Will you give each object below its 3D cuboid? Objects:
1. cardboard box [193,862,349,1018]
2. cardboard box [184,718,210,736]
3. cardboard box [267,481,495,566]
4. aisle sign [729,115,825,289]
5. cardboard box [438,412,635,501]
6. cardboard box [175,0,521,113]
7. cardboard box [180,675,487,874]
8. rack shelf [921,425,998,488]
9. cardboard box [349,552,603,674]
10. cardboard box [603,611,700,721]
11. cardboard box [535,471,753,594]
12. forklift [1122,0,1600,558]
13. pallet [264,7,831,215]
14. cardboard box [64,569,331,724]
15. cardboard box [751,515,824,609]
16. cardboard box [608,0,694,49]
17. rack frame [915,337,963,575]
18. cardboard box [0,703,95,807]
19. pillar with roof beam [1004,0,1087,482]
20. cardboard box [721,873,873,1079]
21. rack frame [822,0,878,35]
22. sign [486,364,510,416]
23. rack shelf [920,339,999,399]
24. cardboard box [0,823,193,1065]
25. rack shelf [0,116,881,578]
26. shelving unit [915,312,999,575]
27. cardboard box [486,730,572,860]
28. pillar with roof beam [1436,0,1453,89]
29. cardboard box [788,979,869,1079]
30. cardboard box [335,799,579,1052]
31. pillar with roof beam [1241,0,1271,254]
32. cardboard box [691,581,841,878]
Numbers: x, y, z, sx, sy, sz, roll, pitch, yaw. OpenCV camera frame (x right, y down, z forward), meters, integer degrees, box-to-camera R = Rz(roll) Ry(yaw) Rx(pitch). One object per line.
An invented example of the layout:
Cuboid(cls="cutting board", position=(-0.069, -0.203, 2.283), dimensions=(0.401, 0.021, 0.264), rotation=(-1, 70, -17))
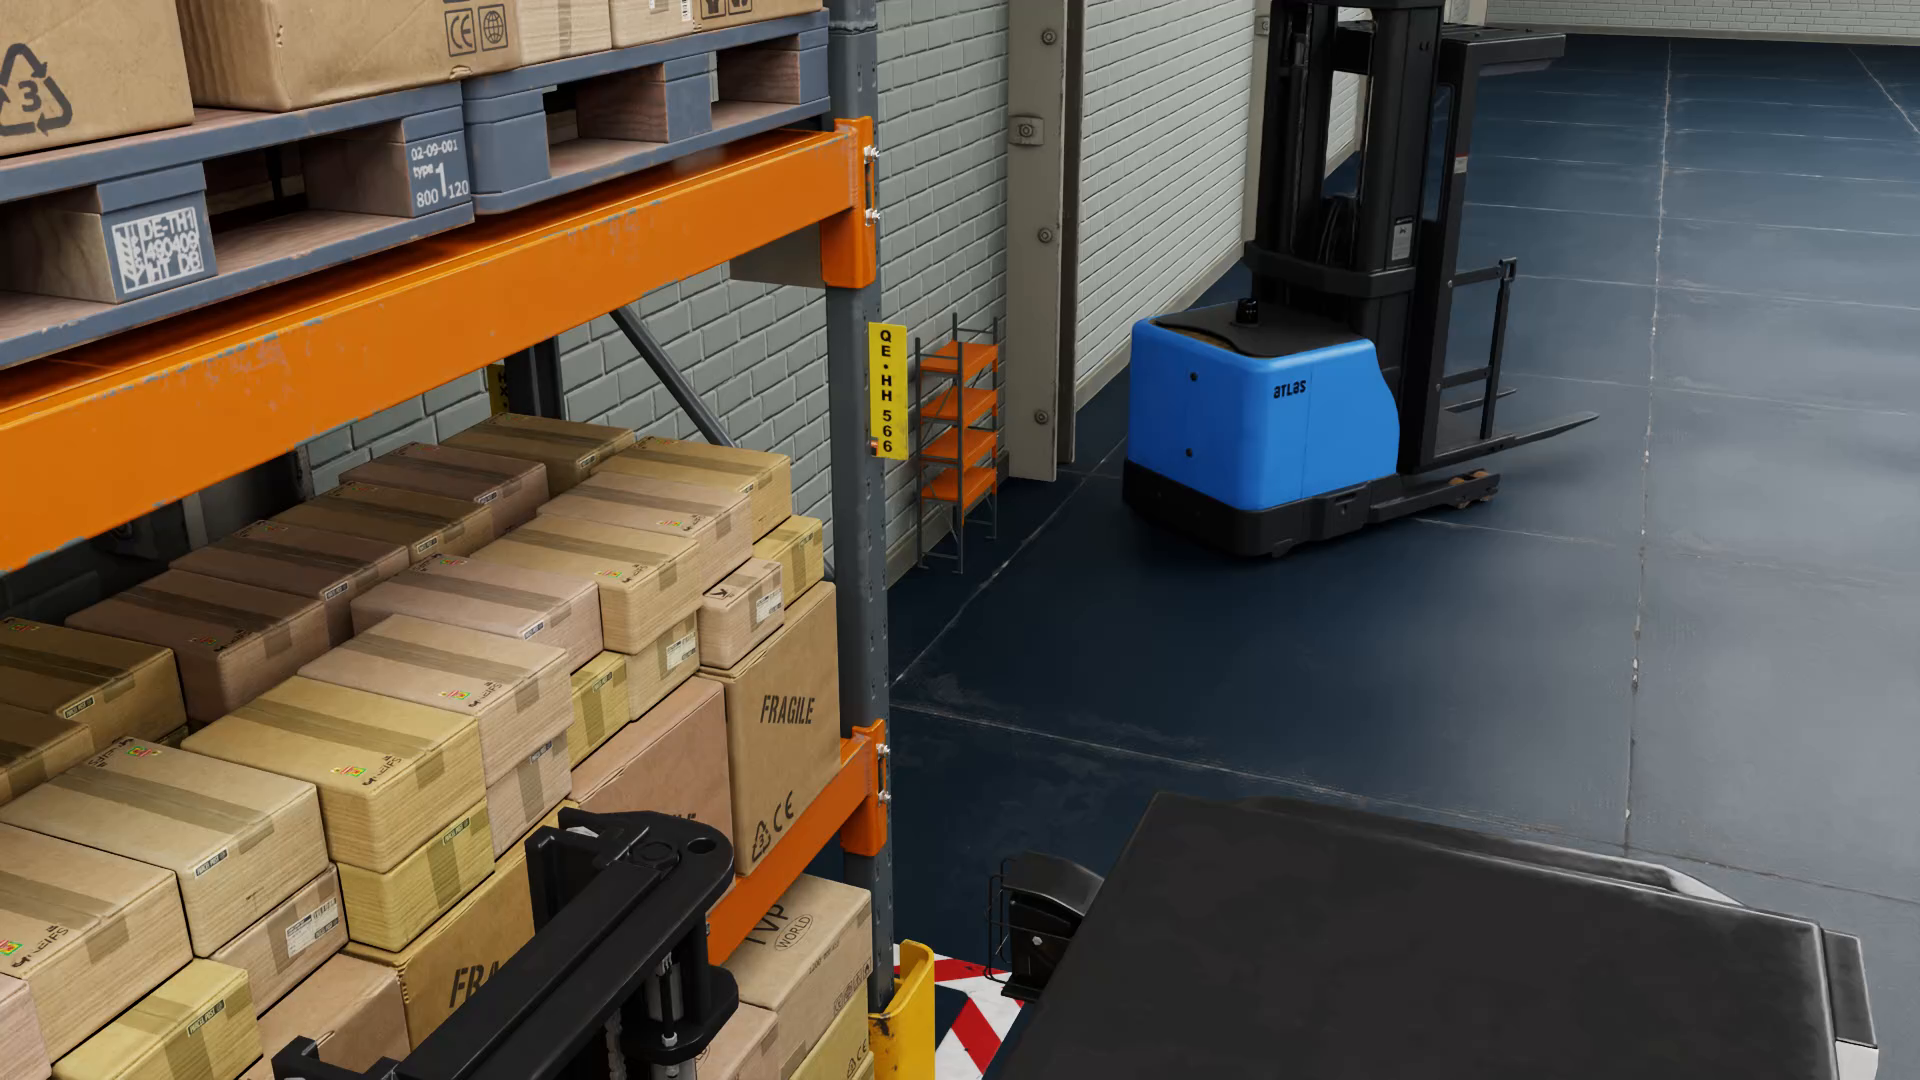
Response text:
Cuboid(cls="cardboard box", position=(-1.167, 0.574, 2.512), dimensions=(0.380, 0.149, 0.250), rotation=(9, 24, 20))
Cuboid(cls="cardboard box", position=(-1.482, 0.309, 3.148), dimensions=(0.380, 0.149, 0.250), rotation=(9, 24, 21))
Cuboid(cls="cardboard box", position=(-1.205, 0.009, 3.480), dimensions=(0.380, 0.149, 0.250), rotation=(9, 24, 21))
Cuboid(cls="aisle sign", position=(-0.371, -0.965, 3.795), dimensions=(0.394, 0.787, 0.004), rotation=(9, 24, 20))
Cuboid(cls="cardboard box", position=(-0.991, -0.177, 3.924), dimensions=(0.380, 0.149, 0.250), rotation=(8, 24, 19))
Cuboid(cls="cardboard box", position=(-1.079, -0.908, 2.336), dimensions=(0.700, 0.500, 0.500), rotation=(9, 24, 20))
Cuboid(cls="cardboard box", position=(-0.986, 0.363, 2.631), dimensions=(0.380, 0.149, 0.250), rotation=(9, 24, 21))
Cuboid(cls="rack shelf", position=(-0.013, -0.425, 8.386), dimensions=(0.258, 0.148, 0.480), rotation=(9, 24, 20))
Cuboid(cls="cardboard box", position=(-0.902, 0.161, 3.116), dimensions=(0.380, 0.149, 0.250), rotation=(9, 24, 20))
Cuboid(cls="cardboard box", position=(-0.757, 0.215, 3.372), dimensions=(0.380, 0.149, 0.250), rotation=(9, 24, 21))
Cuboid(cls="cardboard box", position=(-0.668, -0.015, 3.537), dimensions=(0.380, 0.149, 0.250), rotation=(9, 24, 20))
Cuboid(cls="forklift", position=(2.397, -1.680, 8.969), dimensions=(3.031, 2.935, 1.130), rotation=(-14, 27, -31))
Cuboid(cls="pallet", position=(-0.955, -0.878, 3.182), dimensions=(1.003, 0.211, 1.213), rotation=(9, 24, 20))
Cuboid(cls="cardboard box", position=(-1.385, 0.193, 3.039), dimensions=(0.380, 0.149, 0.250), rotation=(10, 25, 22))
Cuboid(cls="cardboard box", position=(-0.537, 0.035, 3.803), dimensions=(0.380, 0.149, 0.250), rotation=(9, 24, 21))
Cuboid(cls="cardboard box", position=(-0.694, -0.952, 2.896), dimensions=(0.380, 0.149, 0.250), rotation=(8, 24, 19))
Cuboid(cls="rack frame", position=(-0.101, -0.400, 8.150), dimensions=(0.240, 1.200, 0.015), rotation=(9, 24, 20))
Cuboid(cls="cardboard box", position=(-1.592, 0.373, 2.609), dimensions=(0.380, 0.149, 0.250), rotation=(9, 24, 20))
Cuboid(cls="pillar with roof beam", position=(4.462, -3.962, 6.561), dimensions=(9.100, 9.000, 0.400), rotation=(9, 24, 20))
Cuboid(cls="cardboard box", position=(-0.549, 1.040, 4.095), dimensions=(0.500, 0.250, 0.500), rotation=(10, 25, 22))
Cuboid(cls="rack frame", position=(-0.668, -2.552, 3.184), dimensions=(1.000, 3.000, 0.127), rotation=(9, 24, 20))
Cuboid(cls="sign", position=(-1.181, -0.301, 4.353), dimensions=(0.100, 0.325, 0.005), rotation=(9, 24, 20))
Cuboid(cls="rack shelf", position=(-0.012, -0.850, 8.209), dimensions=(0.258, 0.148, 0.480), rotation=(9, 24, 20))
Cuboid(cls="cardboard box", position=(-1.279, 0.529, 2.233), dimensions=(0.380, 0.149, 0.250), rotation=(9, 24, 20))
Cuboid(cls="rack shelf", position=(-1.411, -0.120, 2.187), dimensions=(1.077, 0.370, 4.000), rotation=(9, 24, 20))
Cuboid(cls="shelving unit", position=(-0.013, -0.488, 8.360), dimensions=(0.258, 1.200, 0.503), rotation=(9, 24, 20))
Cuboid(cls="cardboard box", position=(-0.915, 0.404, 2.919), dimensions=(0.380, 0.149, 0.250), rotation=(8, 24, 18))
Cuboid(cls="pillar with roof beam", position=(11.148, -10.404, 21.982), dimensions=(9.100, 9.000, 0.400), rotation=(9, 24, 20))
Cuboid(cls="cardboard box", position=(-0.559, 1.280, 4.169), dimensions=(0.500, 0.250, 0.500), rotation=(8, 24, 19))
Cuboid(cls="cardboard box", position=(-0.998, 0.752, 2.929), dimensions=(0.500, 0.500, 0.500), rotation=(8, 24, 19))
Cuboid(cls="pillar with roof beam", position=(6.691, -6.110, 11.701), dimensions=(9.100, 9.000, 0.400), rotation=(9, 24, 20))
Cuboid(cls="cardboard box", position=(-0.607, 0.384, 3.809), dimensions=(0.500, 0.500, 0.500), rotation=(8, 24, 19))
